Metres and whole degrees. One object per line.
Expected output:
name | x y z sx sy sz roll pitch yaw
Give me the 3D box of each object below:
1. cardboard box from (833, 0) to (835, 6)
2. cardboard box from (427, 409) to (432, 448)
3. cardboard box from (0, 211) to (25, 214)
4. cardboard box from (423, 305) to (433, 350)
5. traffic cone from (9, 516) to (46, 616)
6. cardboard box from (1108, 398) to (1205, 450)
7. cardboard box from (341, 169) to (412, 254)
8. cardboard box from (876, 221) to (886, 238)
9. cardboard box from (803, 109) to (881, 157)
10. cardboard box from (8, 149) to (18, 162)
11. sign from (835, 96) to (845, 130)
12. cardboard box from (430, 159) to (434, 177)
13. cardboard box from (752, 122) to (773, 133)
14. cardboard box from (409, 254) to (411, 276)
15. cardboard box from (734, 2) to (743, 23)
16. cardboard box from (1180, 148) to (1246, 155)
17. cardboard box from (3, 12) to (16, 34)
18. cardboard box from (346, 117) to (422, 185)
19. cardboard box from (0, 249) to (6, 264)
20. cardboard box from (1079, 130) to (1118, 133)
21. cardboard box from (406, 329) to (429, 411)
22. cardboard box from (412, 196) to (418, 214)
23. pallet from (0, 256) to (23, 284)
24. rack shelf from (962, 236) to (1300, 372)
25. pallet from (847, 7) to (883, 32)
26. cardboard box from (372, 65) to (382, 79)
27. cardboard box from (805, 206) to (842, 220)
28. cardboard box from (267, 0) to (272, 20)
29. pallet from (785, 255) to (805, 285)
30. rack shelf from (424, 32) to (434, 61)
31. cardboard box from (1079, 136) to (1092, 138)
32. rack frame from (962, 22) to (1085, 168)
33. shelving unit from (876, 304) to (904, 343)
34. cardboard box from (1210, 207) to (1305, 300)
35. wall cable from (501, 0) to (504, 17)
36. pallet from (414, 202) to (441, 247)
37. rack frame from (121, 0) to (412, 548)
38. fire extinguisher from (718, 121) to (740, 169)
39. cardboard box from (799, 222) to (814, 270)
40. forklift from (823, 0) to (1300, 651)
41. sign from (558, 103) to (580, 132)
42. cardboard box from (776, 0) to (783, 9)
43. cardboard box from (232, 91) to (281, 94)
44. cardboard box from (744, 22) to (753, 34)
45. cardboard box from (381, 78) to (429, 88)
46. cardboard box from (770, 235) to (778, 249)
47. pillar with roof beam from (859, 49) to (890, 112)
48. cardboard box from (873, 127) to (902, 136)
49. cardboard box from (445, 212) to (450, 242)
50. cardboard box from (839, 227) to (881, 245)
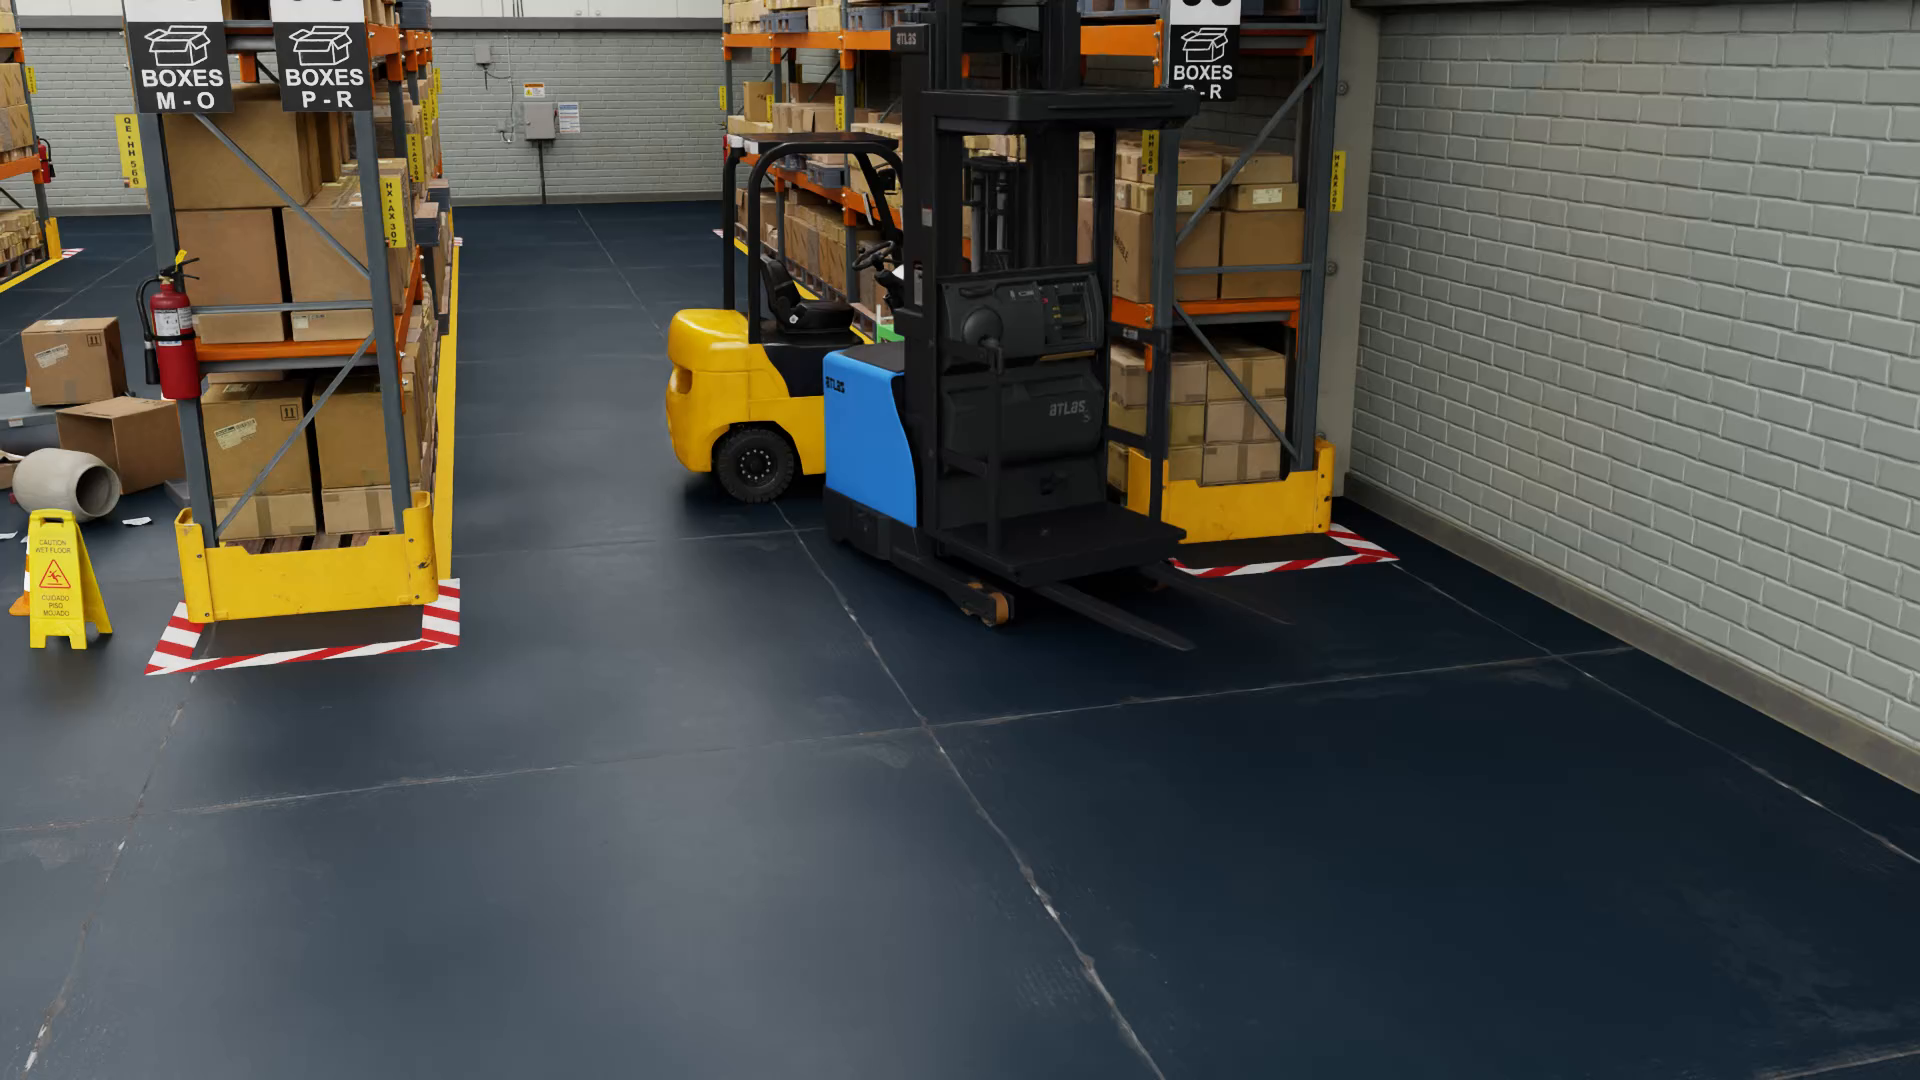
cardboard box | -1.081 -5.488 16.863 0.380 0.149 0.250 -4 17 -14
cardboard box | -3.612 -0.660 10.485 0.500 0.250 0.500 -4 17 -14
cardboard box | -11.951 -4.026 20.832 0.380 0.149 0.250 -4 17 -14
cardboard box | -4.865 -1.684 13.682 0.950 0.372 0.625 -4 17 -13
traffic cone | -4.584 0.099 8.319 0.336 0.463 0.334 -5 17 -15
cardboard box | 1.112 -0.726 9.837 0.500 0.250 0.500 -5 17 -16
cardboard box | -3.668 -2.008 10.232 0.500 0.500 0.500 -4 17 -14
cardboard box | -0.688 -3.327 17.802 0.380 0.149 0.250 -4 17 -15
cardboard box | -1.279 -4.393 17.954 0.797 0.503 0.637 -5 17 -17
cardboard box | -11.784 -4.709 20.351 0.380 0.149 0.250 -4 17 -14
sign | -1.171 -4.177 16.268 0.100 0.325 0.005 -5 17 -15
cardboard box | -6.019 -4.102 18.154 0.500 0.250 0.500 -5 17 -16
cardboard box | -2.402 -5.281 21.562 0.500 0.250 0.500 -5 17 -16
cardboard box | -3.661 -1.740 10.467 0.380 0.149 0.250 -5 17 -16
cardboard box | -2.704 -7.000 22.071 0.500 0.250 0.500 -5 17 -17
cardboard box | 1.534 -2.251 9.912 0.380 0.149 0.250 -4 17 -14
cardboard box | -11.975 -6.366 20.476 0.500 0.250 0.500 -5 17 -16
cardboard box | -4.316 -2.888 12.432 0.500 0.500 0.500 -5 17 -15
cardboard box | -11.442 -3.317 19.506 0.380 0.149 0.250 -5 17 -17
cardboard box | 0.940 -2.891 12.044 0.380 0.149 0.250 -5 17 -16
cardboard box | -3.621 -1.025 10.397 0.500 0.500 0.500 -4 17 -12
cardboard box | -4.173 -2.464 12.149 0.380 0.149 0.250 -4 17 -14
pallet | -11.812 -3.185 19.688 1.003 0.211 1.213 -5 17 -15
rack shelf | 0.997 -1.701 11.153 1.077 0.370 4.000 -5 17 -15
pallet | -0.380 -4.871 15.569 1.213 0.211 1.003 -4 17 -13
cardboard box | -6.882 -5.398 19.168 0.380 0.149 0.250 -4 17 -14
cardboard box | -1.588 -3.791 19.347 0.380 0.149 0.250 -5 17 -16
cardboard box | -3.162 -2.599 8.112 0.380 0.149 0.250 -5 18 -17
pallet | -1.492 -3.255 19.920 1.003 0.211 1.213 -5 17 -15
rack shelf | -7.073 -6.064 20.462 1.077 0.370 4.000 -5 17 -15
cardboard box | 0.680 -2.639 11.204 0.380 0.149 0.250 -5 17 -15
rack frame | 0.447 -2.599 12.891 1.000 3.000 0.127 -5 17 -15
shelving unit | -0.292 -0.786 9.983 0.258 1.200 0.503 -7 18 -22
cardboard box | 1.677 -1.700 9.723 0.500 0.500 0.500 -4 17 -13
wall cable | -8.733 -10.008 27.128 2.355 3.000 0.029 -5 17 -15
pallet | -4.395 -2.337 12.351 1.003 0.211 1.213 -5 17 -15
rack frame | -3.225 -1.099 7.898 1.000 3.000 0.127 -5 17 -15
fire extinguisher | -3.336 -5.707 24.020 0.296 0.674 0.183 -5 17 -15
cardboard box | -1.546 -3.380 19.104 0.500 0.500 0.500 -5 17 -17
forklift | 0.437 -1.138 8.146 1.130 2.935 3.031 -10 20 -31
sign | -6.717 -7.259 28.571 0.329 0.494 0.001 -5 17 -15
cardboard box | -1.863 -6.050 18.698 0.380 0.149 0.250 -4 17 -14
cardboard box | -3.947 -2.166 9.020 0.700 0.500 0.500 -5 17 -16
cardboard box | -2.586 -6.628 21.526 0.380 0.149 0.250 -4 17 -14
cardboard box | -6.421 -5.096 19.292 0.500 0.500 0.500 -5 17 -15
cardboard box | -2.187 -3.779 21.043 0.380 0.149 0.250 -5 18 -17
pillar with roof beam | -5.216 -7.609 19.140 9.100 9.000 0.400 -5 17 -15
cardboard box | -0.594 -3.739 15.383 0.380 0.149 0.250 -4 17 -15
cardboard box | -7.085 -4.072 21.518 0.875 0.438 0.875 -4 17 -14
cardboard box | -1.032 -3.137 17.168 0.380 0.149 0.250 -6 18 -18
